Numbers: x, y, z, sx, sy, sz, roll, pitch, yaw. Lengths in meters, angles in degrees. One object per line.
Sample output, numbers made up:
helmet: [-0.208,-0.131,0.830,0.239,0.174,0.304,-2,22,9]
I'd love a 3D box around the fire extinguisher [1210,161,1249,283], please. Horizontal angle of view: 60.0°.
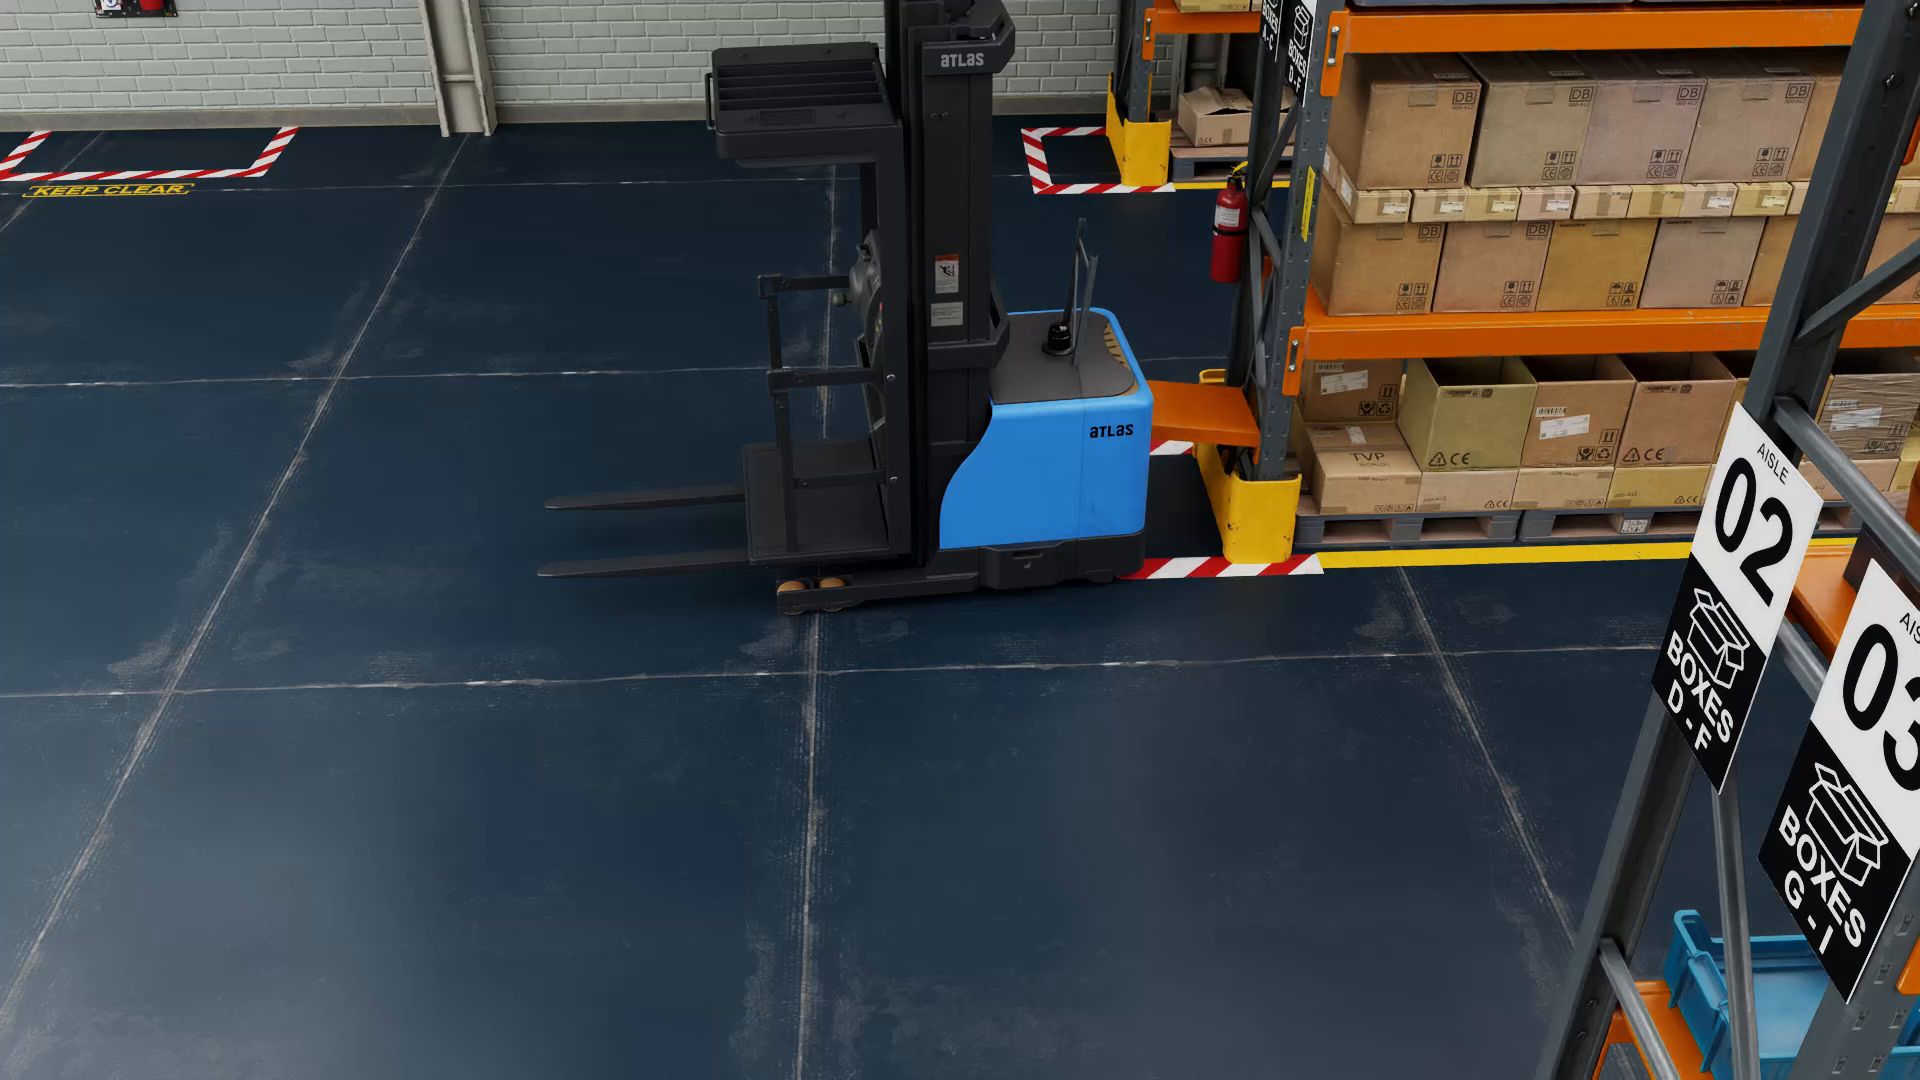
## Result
fire extinguisher: [1.410,-1.673,8.636,0.183,0.674,0.296,-2,35,-2]

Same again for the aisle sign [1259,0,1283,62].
aisle sign: [1.471,-2.679,7.736,0.004,0.787,0.394,-2,35,-2]

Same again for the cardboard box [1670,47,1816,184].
cardboard box: [3.599,-2.071,7.914,0.500,0.500,0.700,-2,35,-2]

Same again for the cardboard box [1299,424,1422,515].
cardboard box: [2.096,-0.374,8.739,0.500,0.250,0.500,-2,35,-2]

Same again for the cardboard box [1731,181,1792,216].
cardboard box: [3.751,-1.689,7.933,0.250,0.149,0.380,0,35,-1]

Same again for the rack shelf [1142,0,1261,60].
rack shelf: [3.310,-4.018,12.589,4.000,0.370,1.077,-2,35,-2]

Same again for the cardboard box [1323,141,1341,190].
cardboard box: [1.923,-1.871,8.196,0.250,0.149,0.380,-2,35,-3]

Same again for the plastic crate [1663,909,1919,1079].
plastic crate: [2.267,1.249,4.476,0.616,0.251,0.499,-2,35,-2]

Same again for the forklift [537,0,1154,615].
forklift: [-0.618,-1.156,7.881,3.031,2.935,1.130,-5,35,-7]

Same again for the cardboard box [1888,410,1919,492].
cardboard box: [5.093,-0.458,8.859,0.500,0.250,0.500,-2,35,-2]

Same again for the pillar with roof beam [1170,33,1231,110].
pillar with roof beam: [2.174,-4.790,7.801,0.400,9.000,9.100,-2,35,-2]

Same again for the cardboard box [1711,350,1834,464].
cardboard box: [4.094,-0.743,8.613,0.500,0.500,0.500,-2,35,-2]

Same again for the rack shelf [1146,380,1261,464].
rack shelf: [1.011,-0.634,8.533,1.000,0.185,0.538,4,32,-6]

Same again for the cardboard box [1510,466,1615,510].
cardboard box: [3.095,-0.403,8.780,0.500,0.250,0.500,-2,35,-2]

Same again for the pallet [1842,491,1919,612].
pallet: [2.612,0.249,3.321,1.213,0.211,1.003,-2,35,-2]

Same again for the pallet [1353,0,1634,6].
pallet: [2.258,-2.646,7.415,1.213,0.211,1.003,-2,35,-2]

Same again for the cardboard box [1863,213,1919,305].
cardboard box: [4.576,-1.560,8.316,0.500,0.500,0.700,-2,35,-3]

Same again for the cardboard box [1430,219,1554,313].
cardboard box: [2.541,-1.508,8.241,0.500,0.500,0.700,-1,35,-1]

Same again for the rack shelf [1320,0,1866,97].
rack shelf: [3.548,-2.436,7.666,4.000,0.370,1.077,-2,35,-2]

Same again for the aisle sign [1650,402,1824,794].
aisle sign: [1.695,0.135,3.670,0.004,0.787,0.394,-2,35,-2]

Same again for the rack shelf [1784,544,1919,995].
rack shelf: [3.779,0.380,3.598,4.000,0.370,1.077,-2,35,-2]

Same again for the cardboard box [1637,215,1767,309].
cardboard box: [3.563,-1.534,8.279,0.500,0.500,0.700,-1,35,-1]

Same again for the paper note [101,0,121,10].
paper note: [-6.673,-4.236,13.046,0.142,0.148,0.016,-2,35,-2]

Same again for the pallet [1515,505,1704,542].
pallet: [3.528,-0.373,9.140,1.213,0.211,1.003,-2,35,-2]

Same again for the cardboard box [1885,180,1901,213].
cardboard box: [4.268,-1.705,7.955,0.250,0.149,0.380,-2,35,-2]

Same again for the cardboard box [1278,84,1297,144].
cardboard box: [2.577,-3.318,12.921,0.500,0.311,0.500,1,35,2]

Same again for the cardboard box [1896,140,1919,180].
cardboard box: [4.598,-2.097,7.952,0.500,0.500,0.700,-2,35,-2]

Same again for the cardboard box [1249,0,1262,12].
cardboard box: [2.332,-4.061,12.133,0.500,0.250,0.500,-3,35,-4]

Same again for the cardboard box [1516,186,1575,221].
cardboard box: [2.717,-1.661,7.892,0.250,0.149,0.380,-2,35,-3]

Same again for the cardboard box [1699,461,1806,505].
cardboard box: [4.094,-0.428,8.816,0.500,0.250,0.500,-2,35,-2]

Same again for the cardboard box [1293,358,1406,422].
cardboard box: [2.072,-0.978,8.952,0.500,0.500,0.500,-2,35,-2]

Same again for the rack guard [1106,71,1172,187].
rack guard: [1.388,-3.234,13.020,0.348,0.500,1.175,-2,35,-2]

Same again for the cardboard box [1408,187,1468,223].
cardboard box: [2.216,-1.649,7.875,0.250,0.149,0.380,-2,35,-3]

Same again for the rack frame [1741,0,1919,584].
rack frame: [1.781,-1.096,2.462,0.127,3.000,1.000,-2,35,-2]

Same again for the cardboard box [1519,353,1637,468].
cardboard box: [3.095,-0.718,8.576,0.500,0.500,0.500,-2,35,-2]

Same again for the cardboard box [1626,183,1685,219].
cardboard box: [3.239,-1.676,7.915,0.250,0.149,0.380,-2,35,-3]

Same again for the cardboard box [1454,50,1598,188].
cardboard box: [2.595,-2.043,7.875,0.500,0.500,0.700,-2,35,-3]

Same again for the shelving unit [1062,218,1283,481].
shelving unit: [1.041,-0.784,8.439,1.083,1.500,0.587,4,32,-6]

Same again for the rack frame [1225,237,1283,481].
rack frame: [1.536,-0.750,8.495,0.032,1.500,0.500,4,32,-6]

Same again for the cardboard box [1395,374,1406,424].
cardboard box: [2.571,-0.689,9.193,0.500,0.250,0.500,-2,35,-2]

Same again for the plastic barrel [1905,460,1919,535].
plastic barrel: [2.260,-0.297,3.197,0.708,0.830,0.600,-2,35,-2]

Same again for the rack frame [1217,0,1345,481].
rack frame: [1.550,-1.444,8.237,0.127,3.000,1.000,-2,35,-2]
